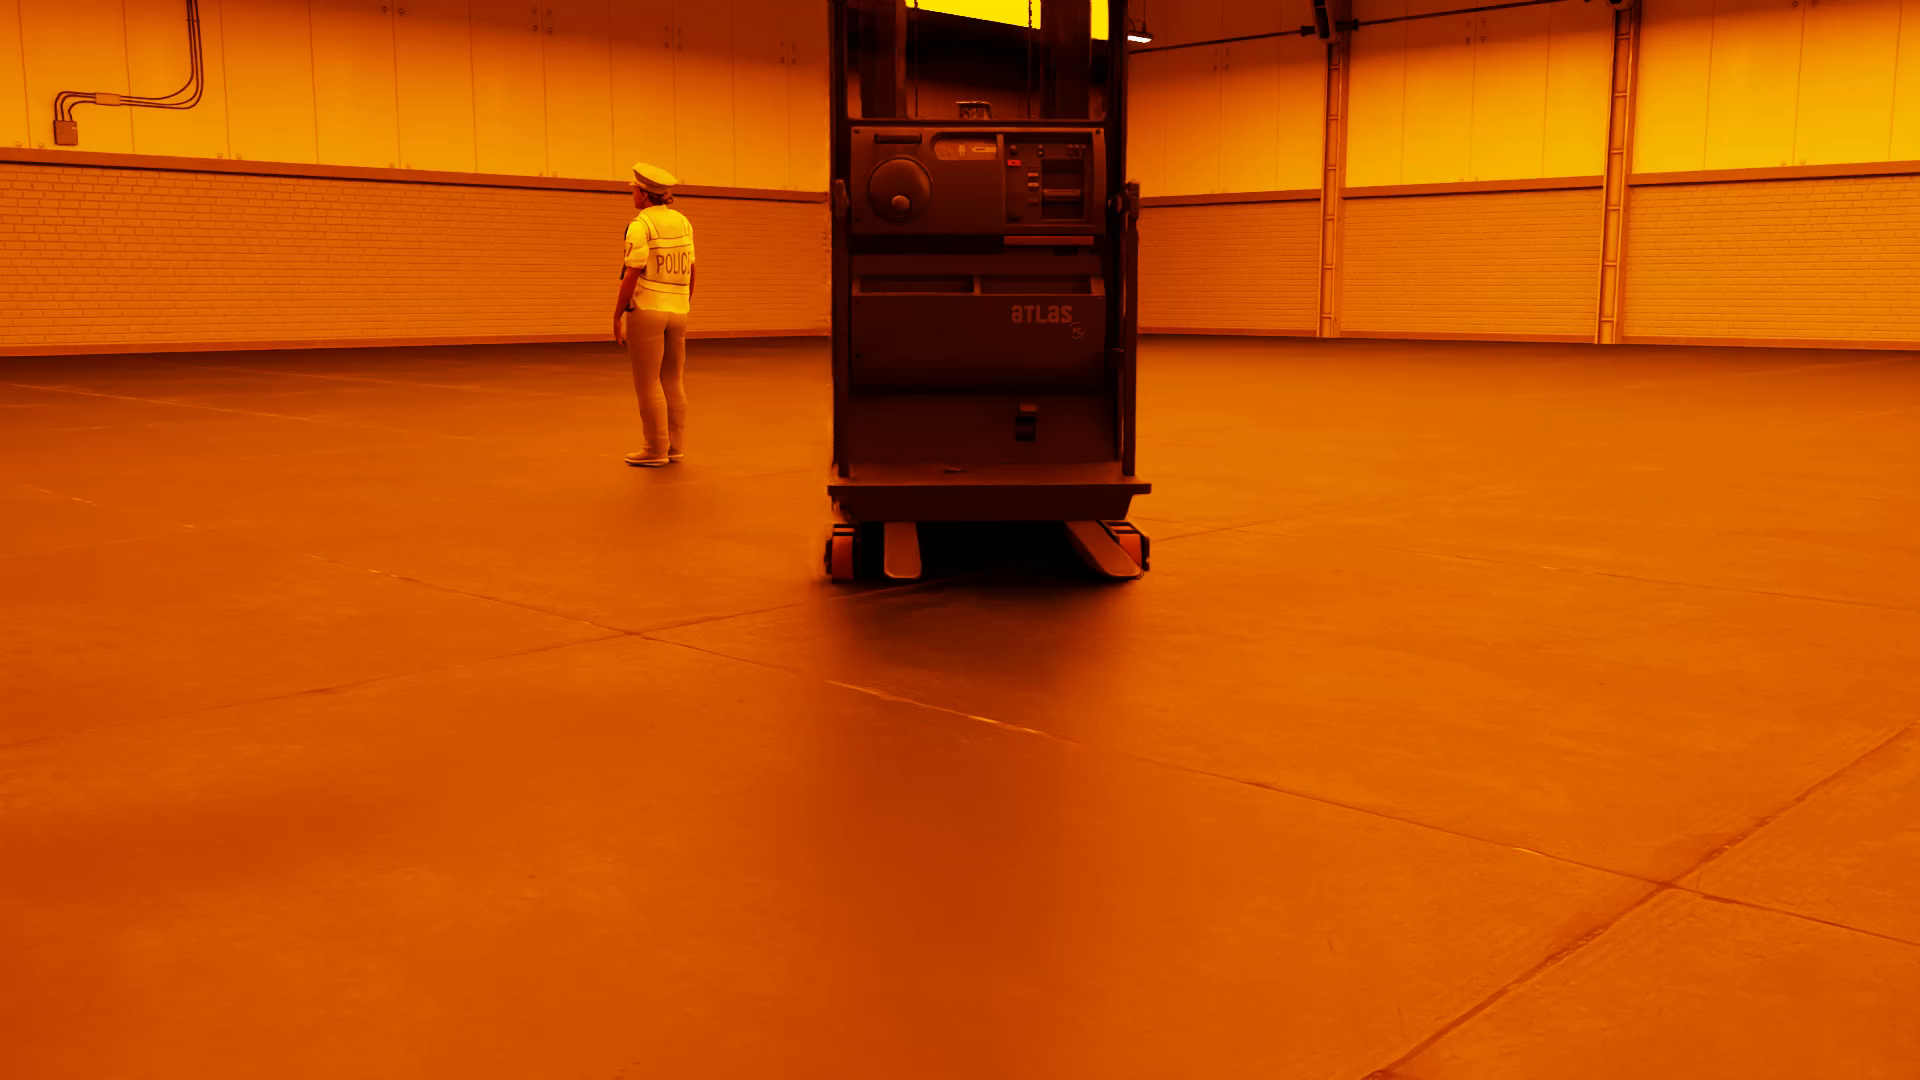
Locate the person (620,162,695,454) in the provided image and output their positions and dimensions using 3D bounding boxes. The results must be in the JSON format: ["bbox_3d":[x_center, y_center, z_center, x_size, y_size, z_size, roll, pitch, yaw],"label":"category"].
[{"bbox_3d":[-1.718,-1.303,9.409,0.394,1.628,0.510,7,11,37],"label":"person"}]

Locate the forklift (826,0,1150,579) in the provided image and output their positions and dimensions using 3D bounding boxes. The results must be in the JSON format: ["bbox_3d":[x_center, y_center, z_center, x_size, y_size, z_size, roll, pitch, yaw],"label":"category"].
[{"bbox_3d":[0.079,-1.353,5.857,1.130,2.935,3.031,0,9,-3],"label":"forklift"}]
